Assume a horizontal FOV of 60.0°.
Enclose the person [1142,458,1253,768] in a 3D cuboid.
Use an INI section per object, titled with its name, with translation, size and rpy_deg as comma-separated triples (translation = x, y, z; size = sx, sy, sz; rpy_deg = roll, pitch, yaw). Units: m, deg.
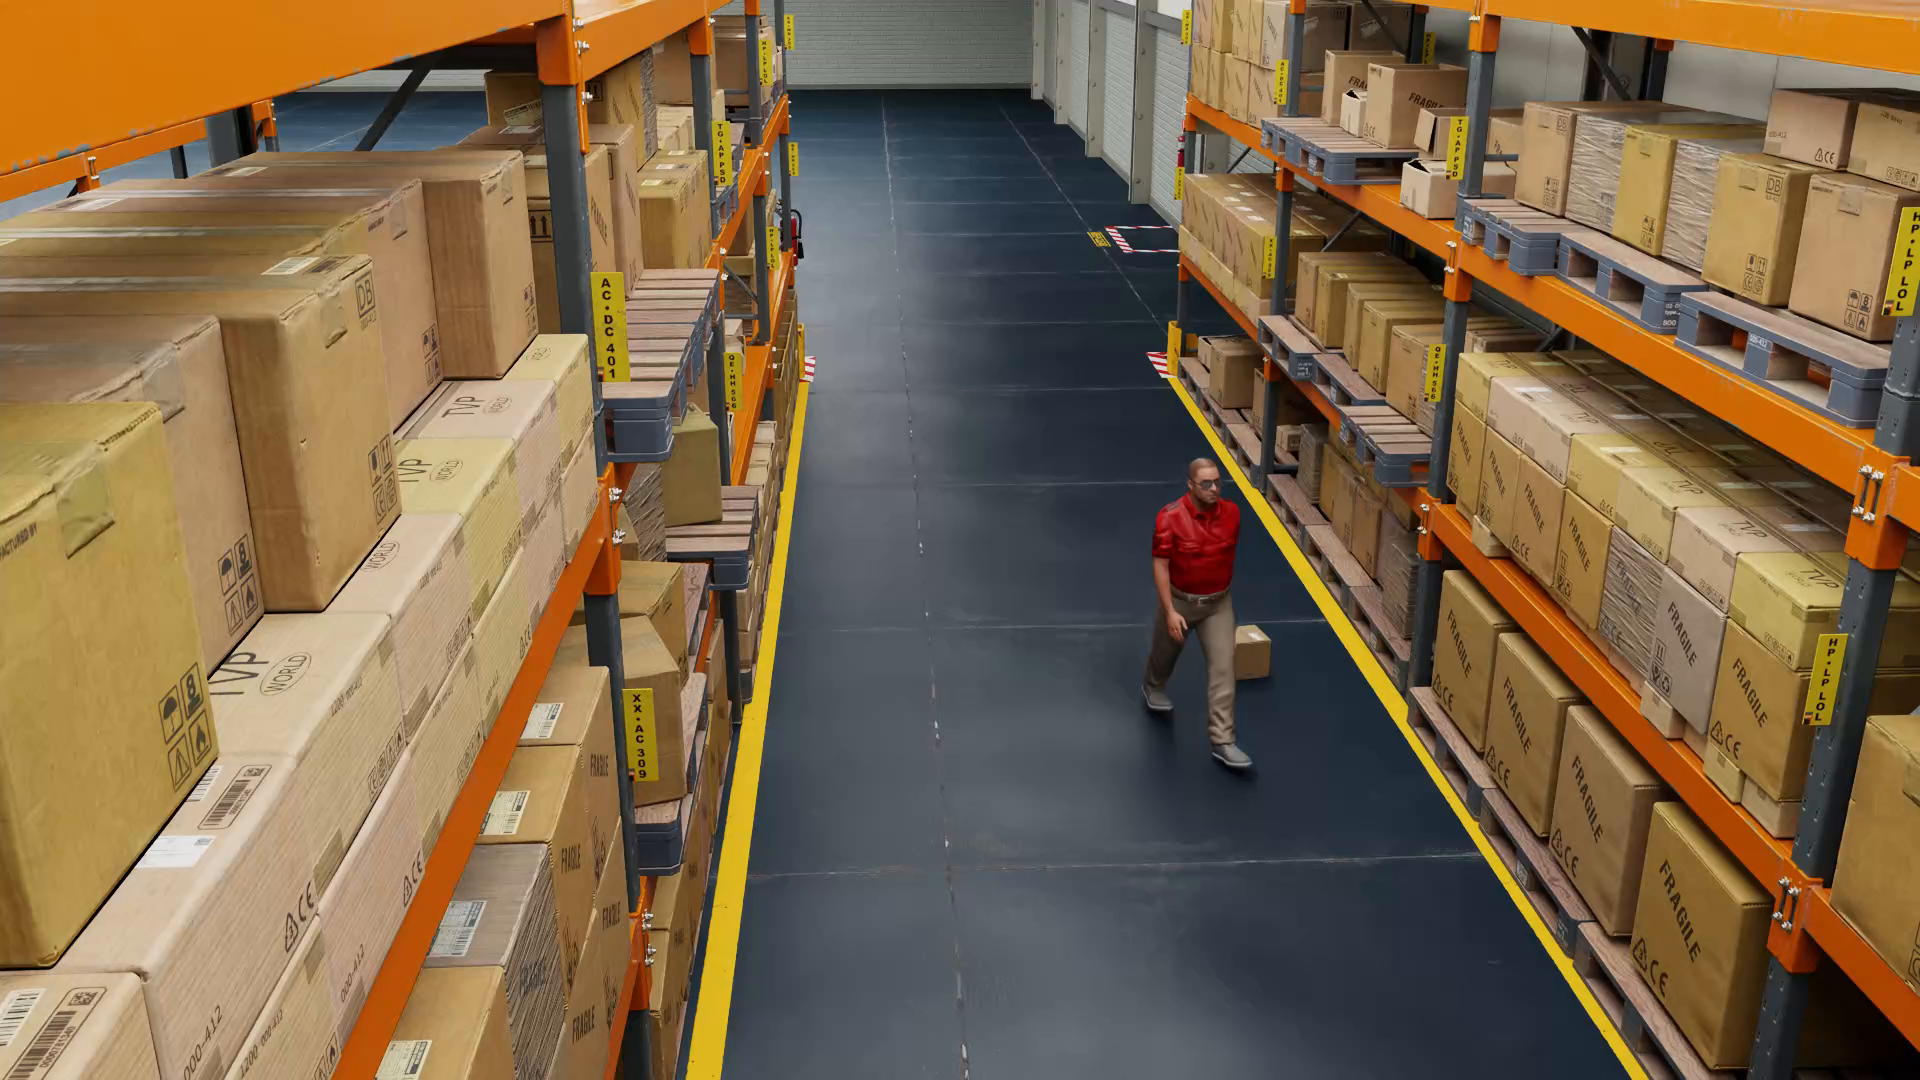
[person]
translation = 1.301, 0.344, 9.190
size = 0.532, 1.666, 1.091
rpy_deg = -4, 21, -11
